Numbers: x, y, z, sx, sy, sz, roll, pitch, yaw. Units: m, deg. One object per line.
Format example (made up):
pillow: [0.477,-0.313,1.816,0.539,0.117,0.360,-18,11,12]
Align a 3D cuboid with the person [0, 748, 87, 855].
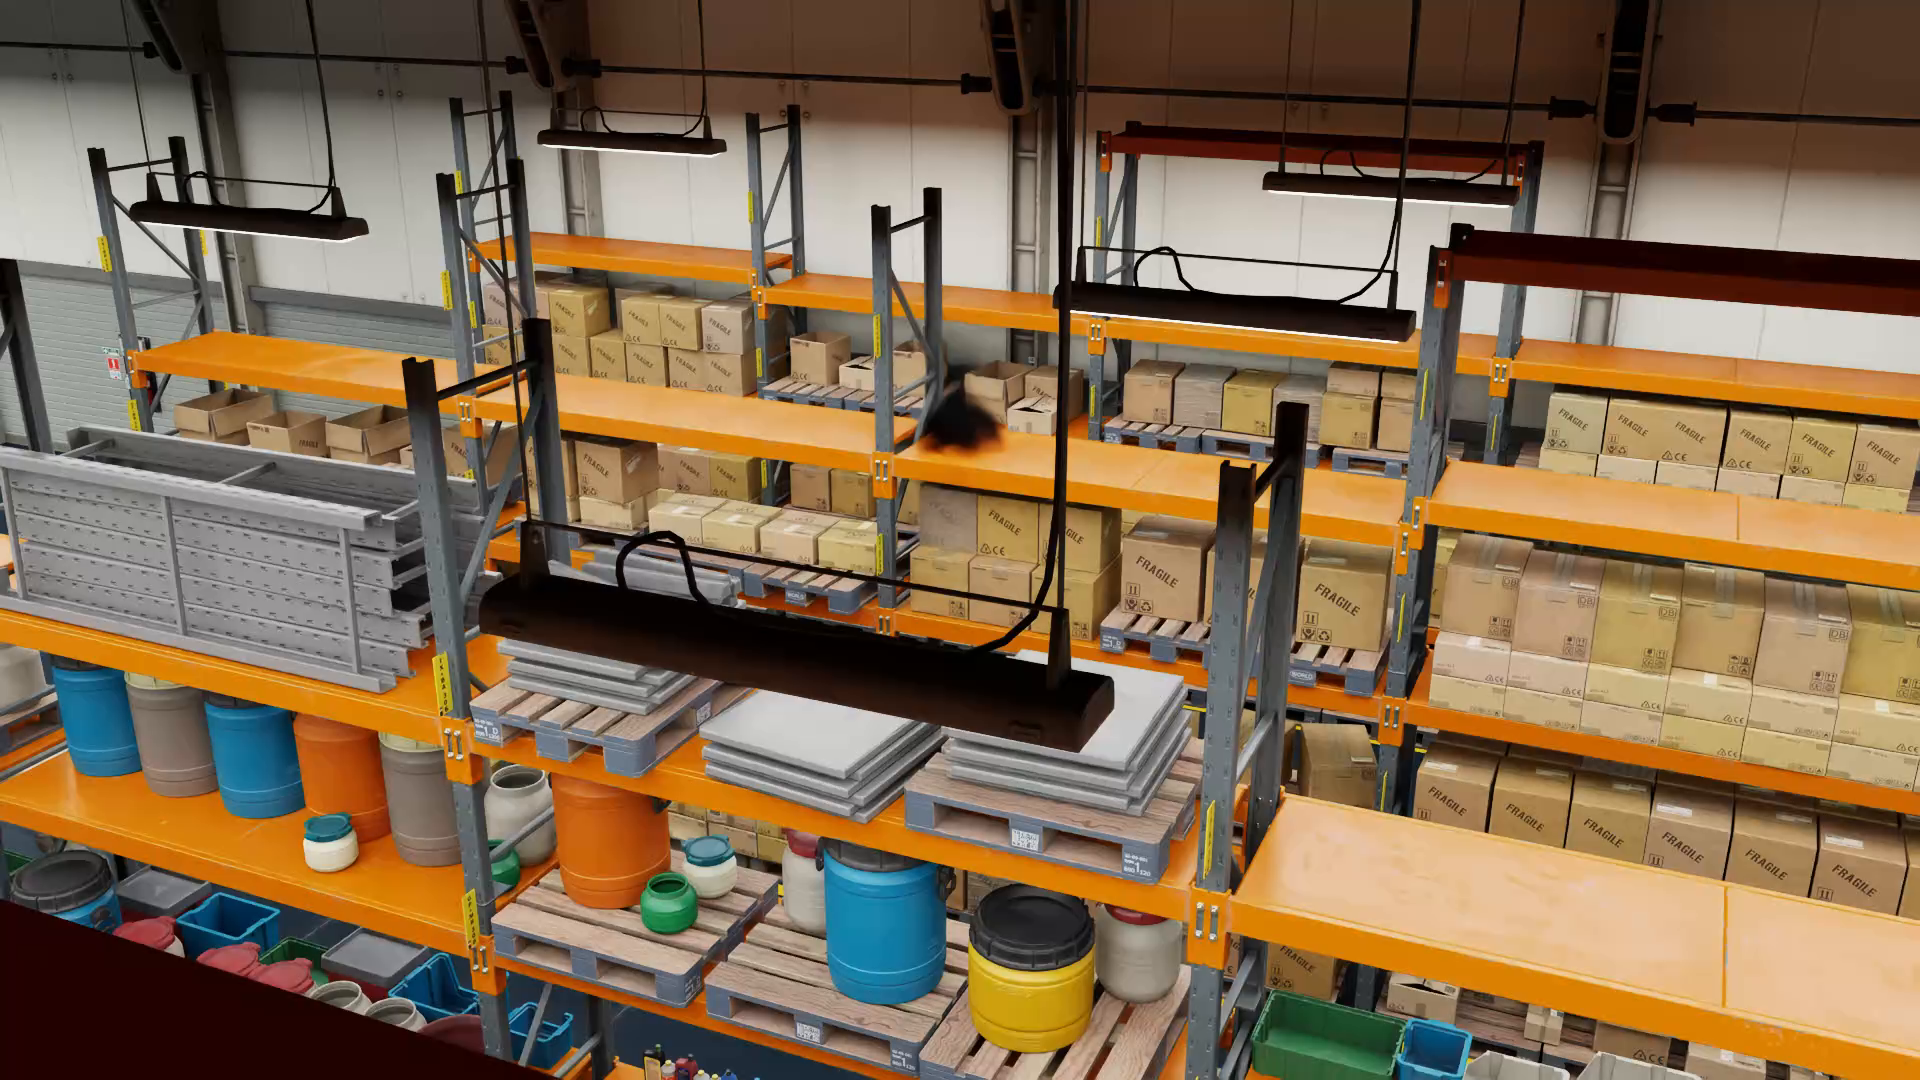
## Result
person: [-7.778,2.276,14.141,0.812,1.713,0.694,9,22,23]

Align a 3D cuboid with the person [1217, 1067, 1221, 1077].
person: [1.475,3.795,10.275,0.734,1.600,0.573,15,25,35]
